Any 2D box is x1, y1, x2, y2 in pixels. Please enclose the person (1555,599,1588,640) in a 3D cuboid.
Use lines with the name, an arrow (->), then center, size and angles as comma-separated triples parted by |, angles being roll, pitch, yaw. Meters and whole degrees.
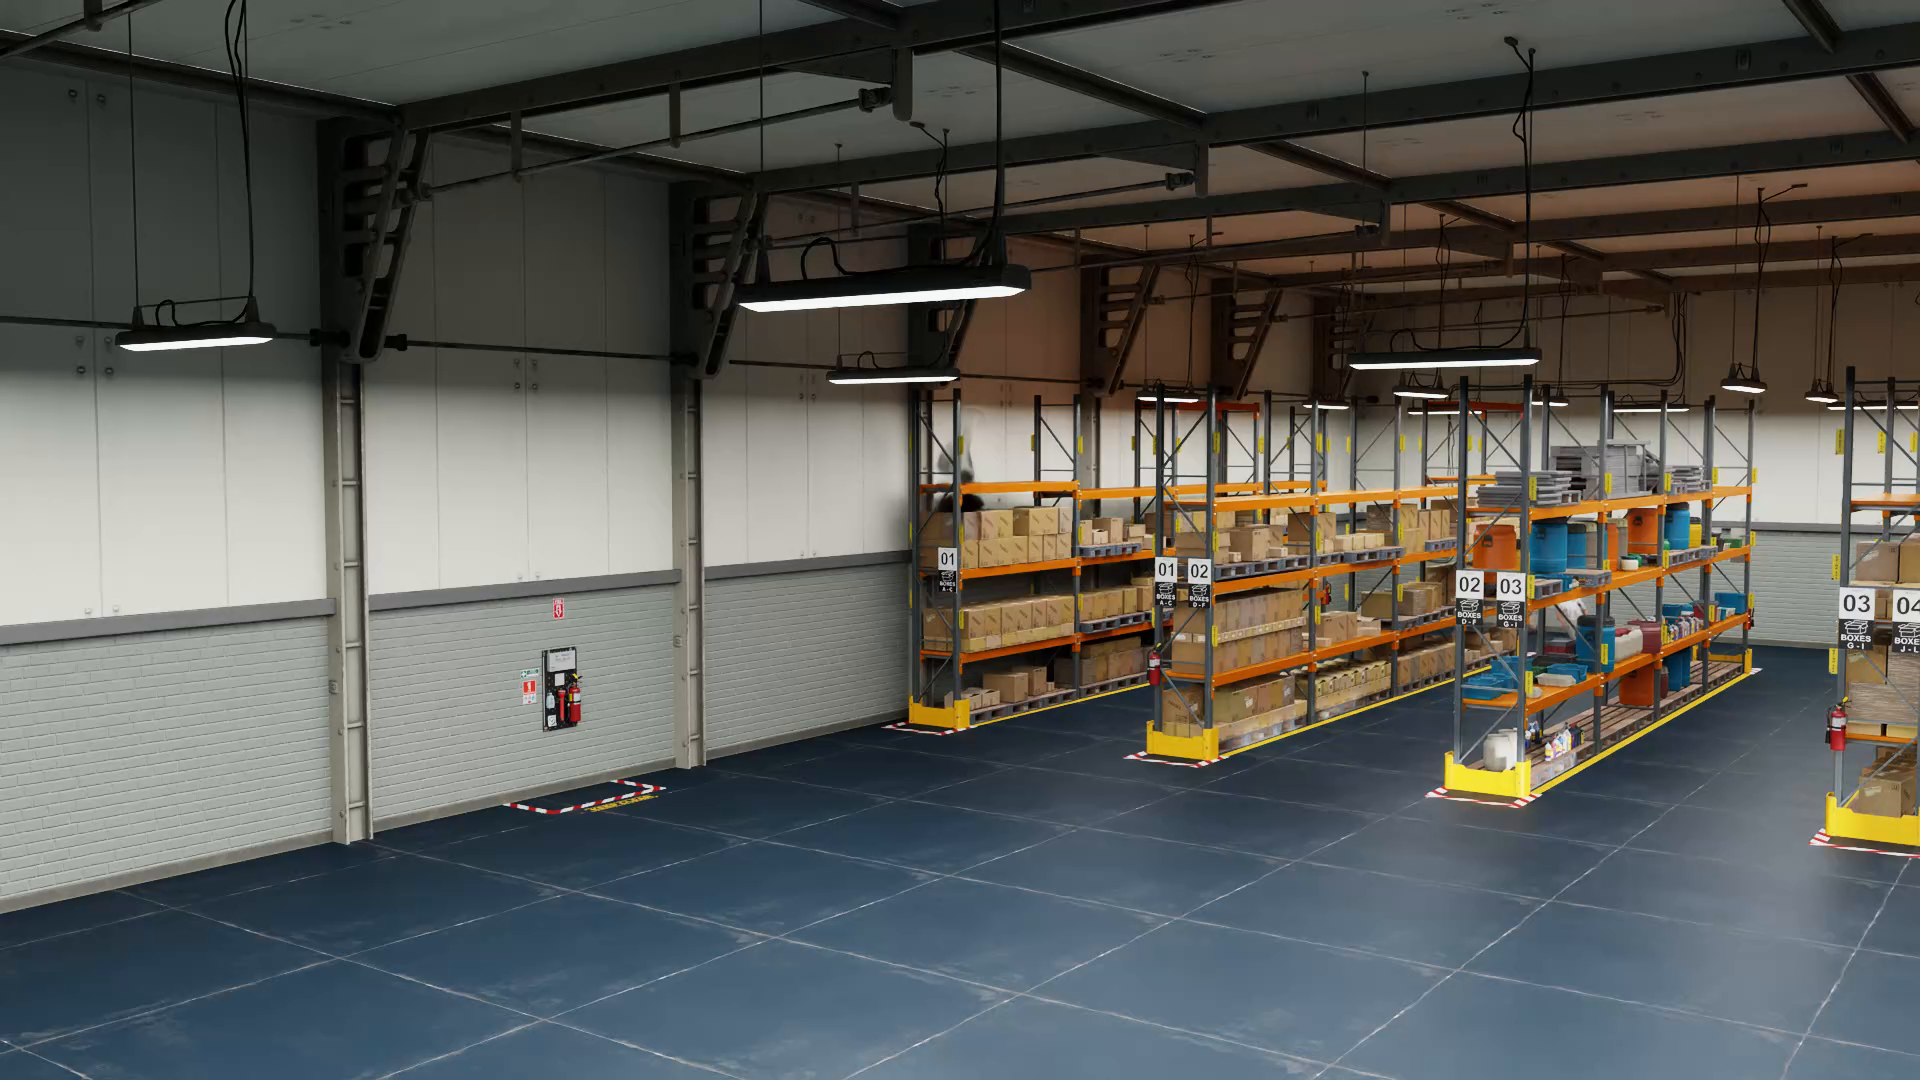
person -> 14.257, 1.947, 38.606 | 0.718, 1.715, 0.518 | 0, 3, -4

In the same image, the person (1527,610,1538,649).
person -> 13.939, 1.836, 40.874 | 0.659, 1.686, 0.566 | -1, 3, -14

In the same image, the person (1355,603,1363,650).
person -> 9.303, 2.007, 38.079 | 0.577, 1.626, 0.718 | 2, 4, 34
